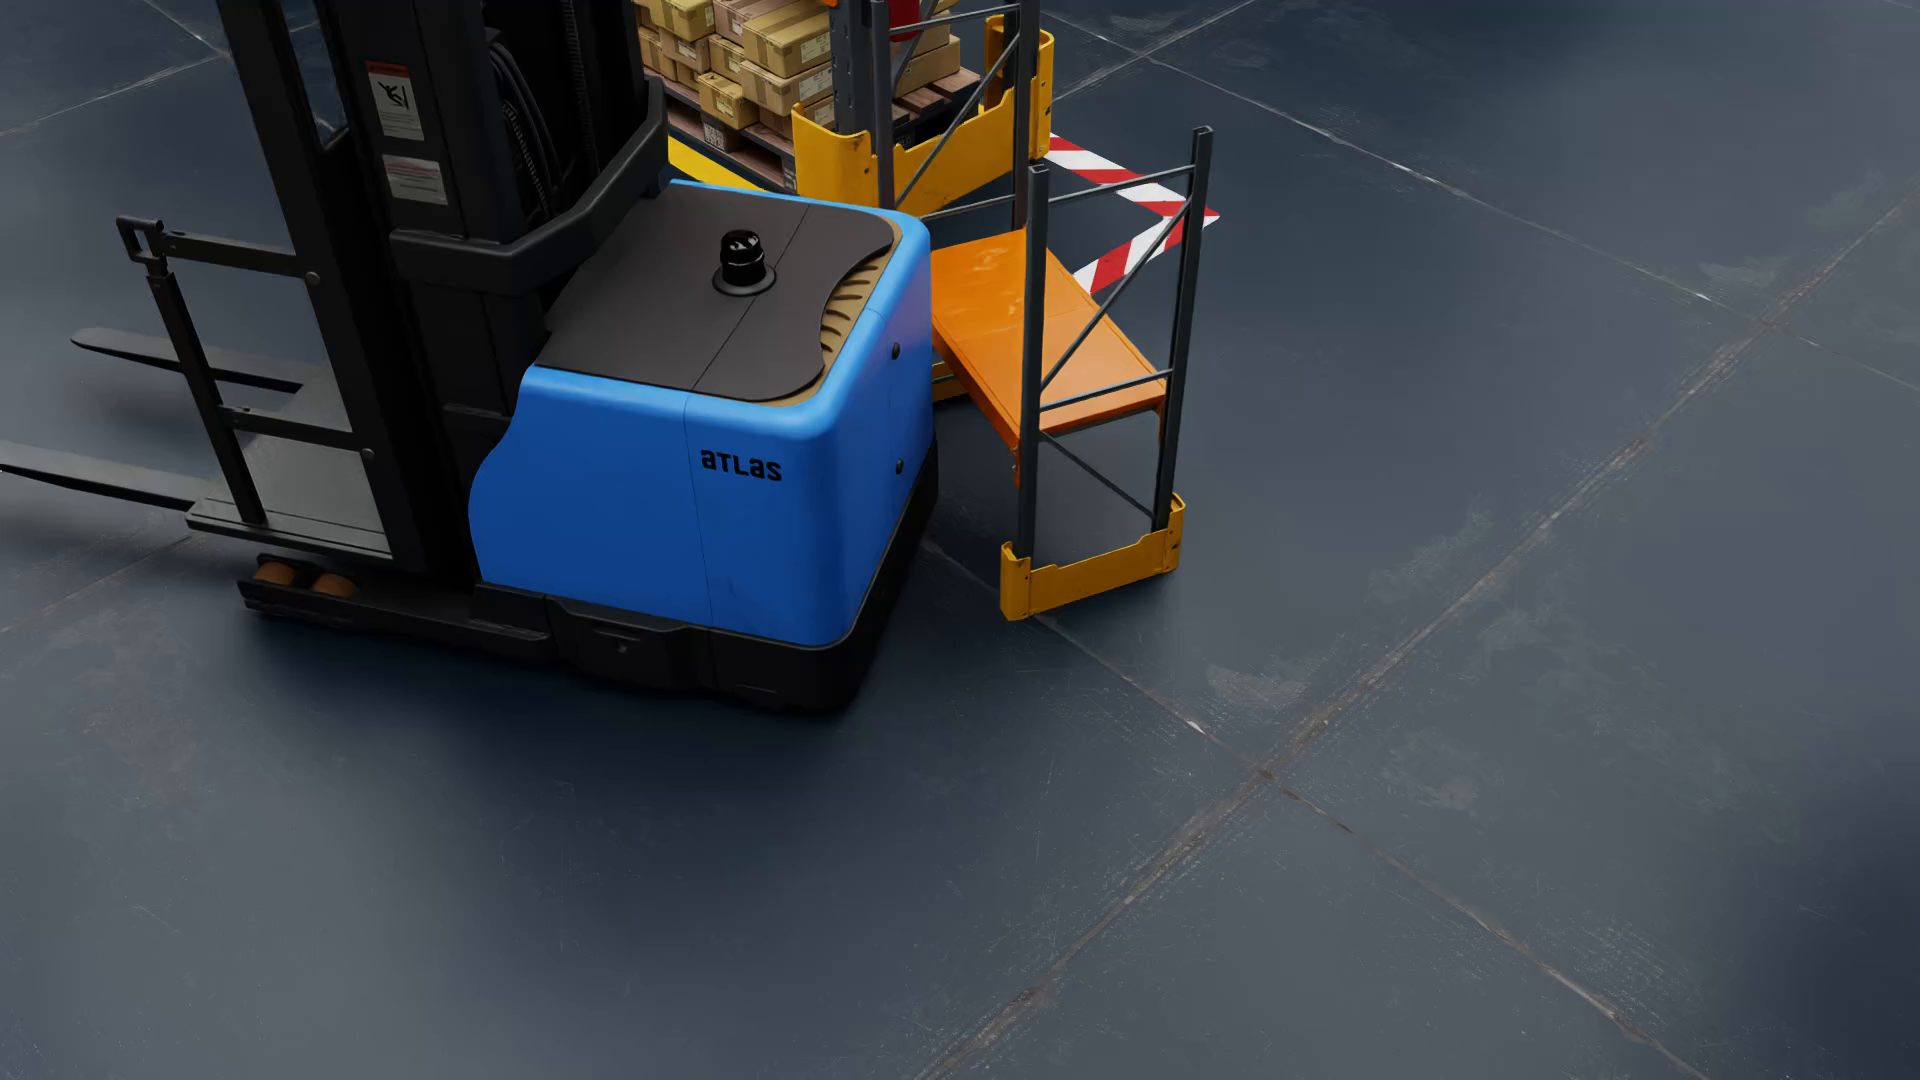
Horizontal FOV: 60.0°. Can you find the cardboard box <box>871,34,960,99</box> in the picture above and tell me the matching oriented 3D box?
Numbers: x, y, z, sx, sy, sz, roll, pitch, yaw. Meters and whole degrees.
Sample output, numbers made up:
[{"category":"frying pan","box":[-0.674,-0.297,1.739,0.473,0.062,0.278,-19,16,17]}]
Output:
[{"category":"cardboard box","box":[-0.219,-2.034,7.032,0.380,0.149,0.250,-33,52,-31]}]

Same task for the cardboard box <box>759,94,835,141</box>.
[{"category":"cardboard box","box":[-0.595,-1.782,6.759,0.380,0.149,0.250,-33,52,-31]}]

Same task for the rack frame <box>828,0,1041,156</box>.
[{"category":"rack frame","box":[-0.075,-2.521,5.768,1.000,3.000,0.127,-34,53,-31]}]

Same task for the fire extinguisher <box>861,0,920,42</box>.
[{"category":"fire extinguisher","box":[-0.224,-2.014,5.551,0.296,0.674,0.183,-34,53,-31]}]

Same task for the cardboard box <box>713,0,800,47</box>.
[{"category":"cardboard box","box":[-0.765,-2.128,6.696,0.380,0.149,0.250,-33,52,-31]}]

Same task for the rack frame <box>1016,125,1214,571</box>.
[{"category":"rack frame","box":[0.399,-0.409,4.587,0.500,1.500,0.032,-17,45,-18]}]

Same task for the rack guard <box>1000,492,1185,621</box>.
[{"category":"rack guard","box":[0.399,0.049,5.012,0.587,0.250,0.087,-17,45,-18]}]

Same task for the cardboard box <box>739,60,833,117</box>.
[{"category":"cardboard box","box":[-0.650,-1.855,6.619,0.250,0.149,0.380,33,52,30]}]

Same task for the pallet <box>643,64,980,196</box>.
[{"category":"pallet","box":[-0.678,-1.941,7.195,1.003,0.211,1.213,-34,53,-31]}]

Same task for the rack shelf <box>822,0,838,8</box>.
[{"category":"rack shelf","box":[-1.488,-3.218,7.053,1.077,0.370,4.000,-34,53,-31]}]

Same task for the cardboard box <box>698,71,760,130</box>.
[{"category":"cardboard box","box":[-0.848,-1.857,6.840,0.380,0.149,0.250,-32,52,-30]}]

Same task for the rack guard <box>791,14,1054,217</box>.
[{"category":"rack guard","box":[-0.129,-1.640,6.656,1.175,0.500,0.348,-34,53,-31]}]

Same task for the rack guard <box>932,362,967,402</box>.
[{"category":"rack guard","box":[-0.010,-0.567,5.680,0.587,0.250,0.087,-17,45,-18]}]

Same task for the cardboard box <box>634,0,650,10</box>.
[{"category":"cardboard box","box":[-1.176,-2.347,6.932,0.250,0.149,0.380,32,52,30]}]

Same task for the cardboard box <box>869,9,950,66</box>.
[{"category":"cardboard box","box":[-0.263,-2.113,6.898,0.380,0.149,0.250,-32,51,-30]}]

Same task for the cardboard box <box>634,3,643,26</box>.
[{"category":"cardboard box","box":[-1.393,-2.346,7.151,0.380,0.149,0.250,-33,52,-31]}]

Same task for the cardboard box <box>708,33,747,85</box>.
[{"category":"cardboard box","box":[-0.796,-2.006,6.783,0.250,0.149,0.380,33,52,31]}]

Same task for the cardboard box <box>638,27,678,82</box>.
[{"category":"cardboard box","box":[-1.157,-2.137,7.144,0.380,0.149,0.250,-34,52,-31]}]

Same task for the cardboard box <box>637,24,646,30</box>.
[{"category":"cardboard box","box":[-1.382,-2.230,7.244,0.250,0.149,0.380,32,51,30]}]

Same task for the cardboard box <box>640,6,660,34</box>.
[{"category":"cardboard box","box":[-1.135,-2.282,7.081,0.250,0.149,0.380,34,52,31]}]

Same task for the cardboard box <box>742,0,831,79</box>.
[{"category":"cardboard box","box":[-0.628,-1.980,6.535,0.380,0.149,0.250,-33,52,-31]}]

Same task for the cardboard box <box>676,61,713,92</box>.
[{"category":"cardboard box","box":[-0.973,-2.025,7.022,0.250,0.149,0.380,34,52,31]}]

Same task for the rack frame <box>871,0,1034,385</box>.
[{"category":"rack frame","box":[-0.018,-1.038,5.268,0.500,1.500,0.032,-17,45,-18]}]

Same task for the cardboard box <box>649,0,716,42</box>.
[{"category":"cardboard box","box":[-1.038,-2.192,6.765,0.250,0.149,0.380,33,52,31]}]

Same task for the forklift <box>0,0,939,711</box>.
[{"category":"forklift","box":[-1.643,-1.147,4.332,3.031,2.935,1.130,10,44,11]}]

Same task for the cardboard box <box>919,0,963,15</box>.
[{"category":"cardboard box","box":[-0.205,-2.262,6.840,0.250,0.149,0.380,32,51,30]}]

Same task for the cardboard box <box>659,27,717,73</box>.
[{"category":"cardboard box","box":[-1.018,-2.103,6.888,0.250,0.149,0.380,32,52,30]}]

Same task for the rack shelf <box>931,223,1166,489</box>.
[{"category":"rack shelf","box":[0.191,-0.591,5.050,0.538,0.185,1.000,-17,45,-18]}]

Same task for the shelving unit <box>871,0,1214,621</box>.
[{"category":"shelving unit","box":[0.194,-0.718,4.922,0.587,1.500,1.083,-17,45,-18]}]
